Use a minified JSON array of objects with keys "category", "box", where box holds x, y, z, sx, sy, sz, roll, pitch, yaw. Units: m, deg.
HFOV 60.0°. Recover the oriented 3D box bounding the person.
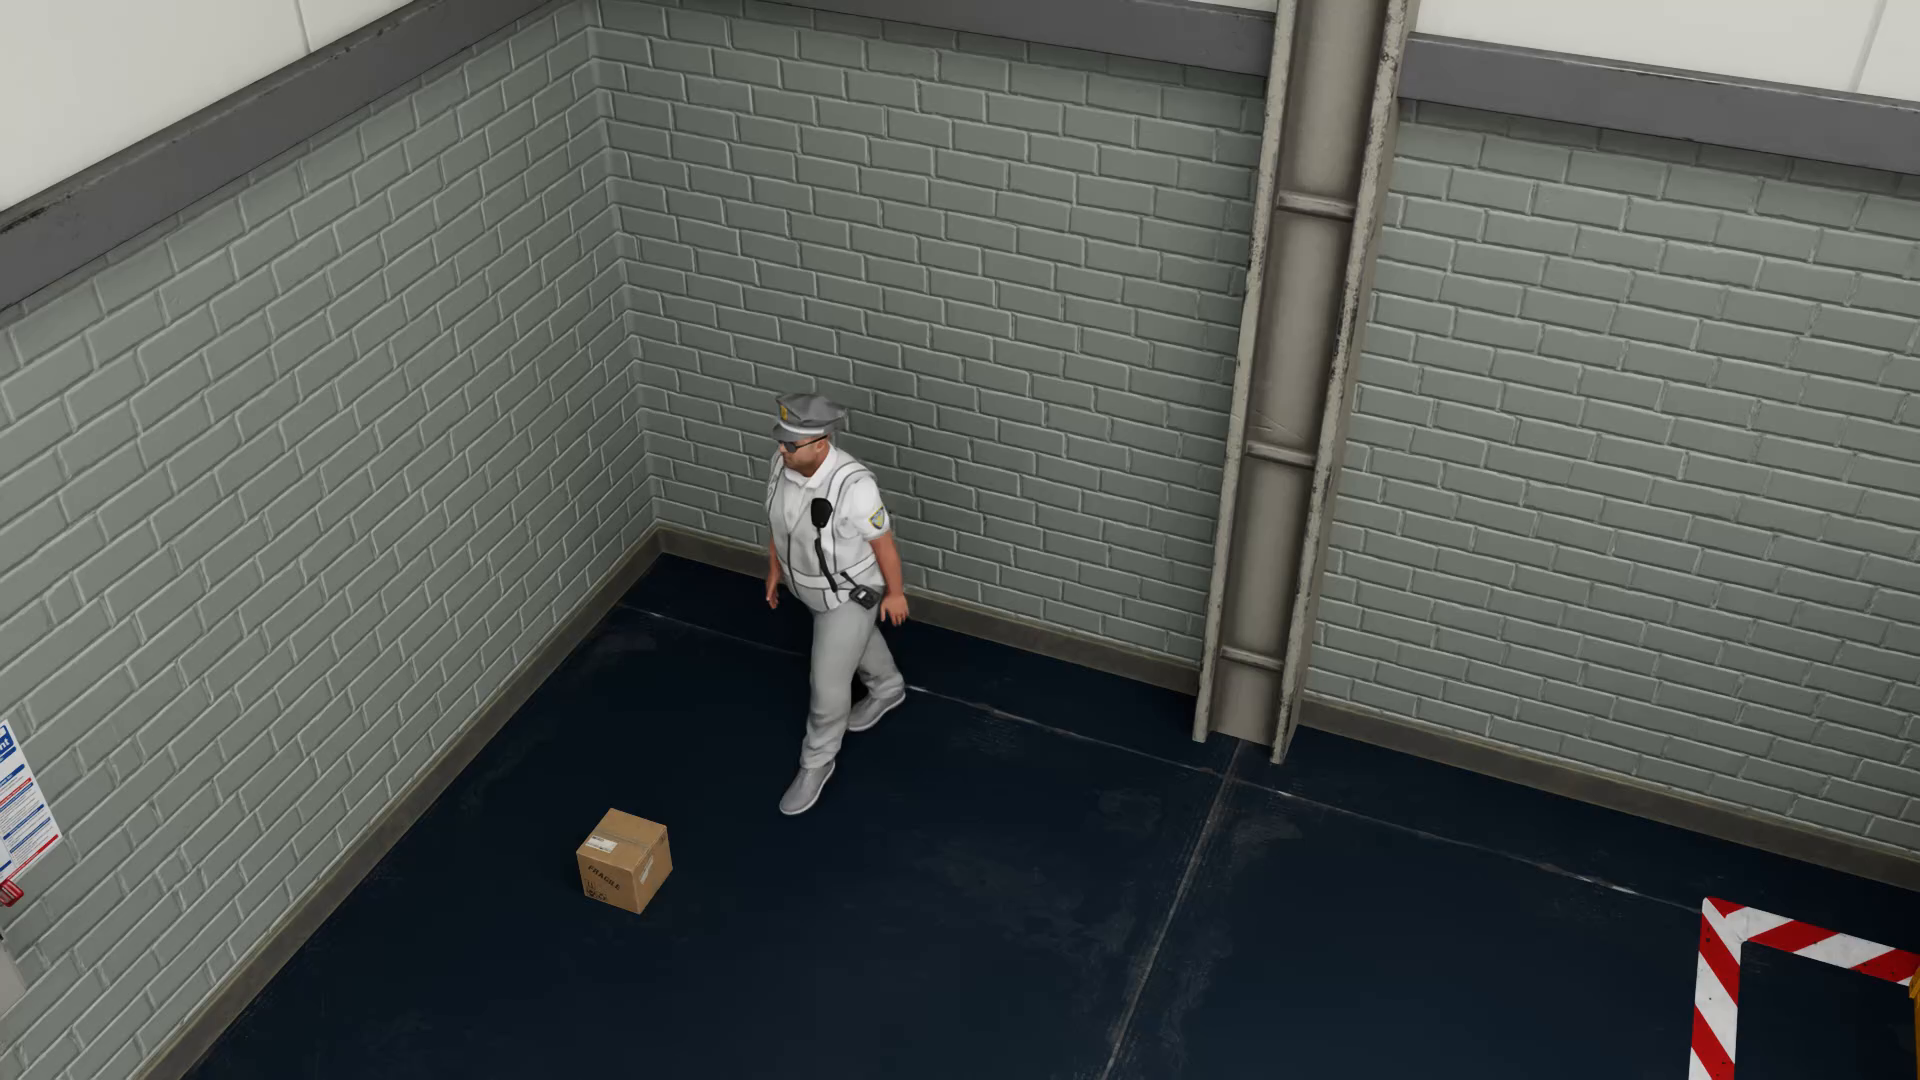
[{"category":"person","box":[-0.546,0.178,6.572,0.804,1.747,0.558,-27,45,-31]}]
